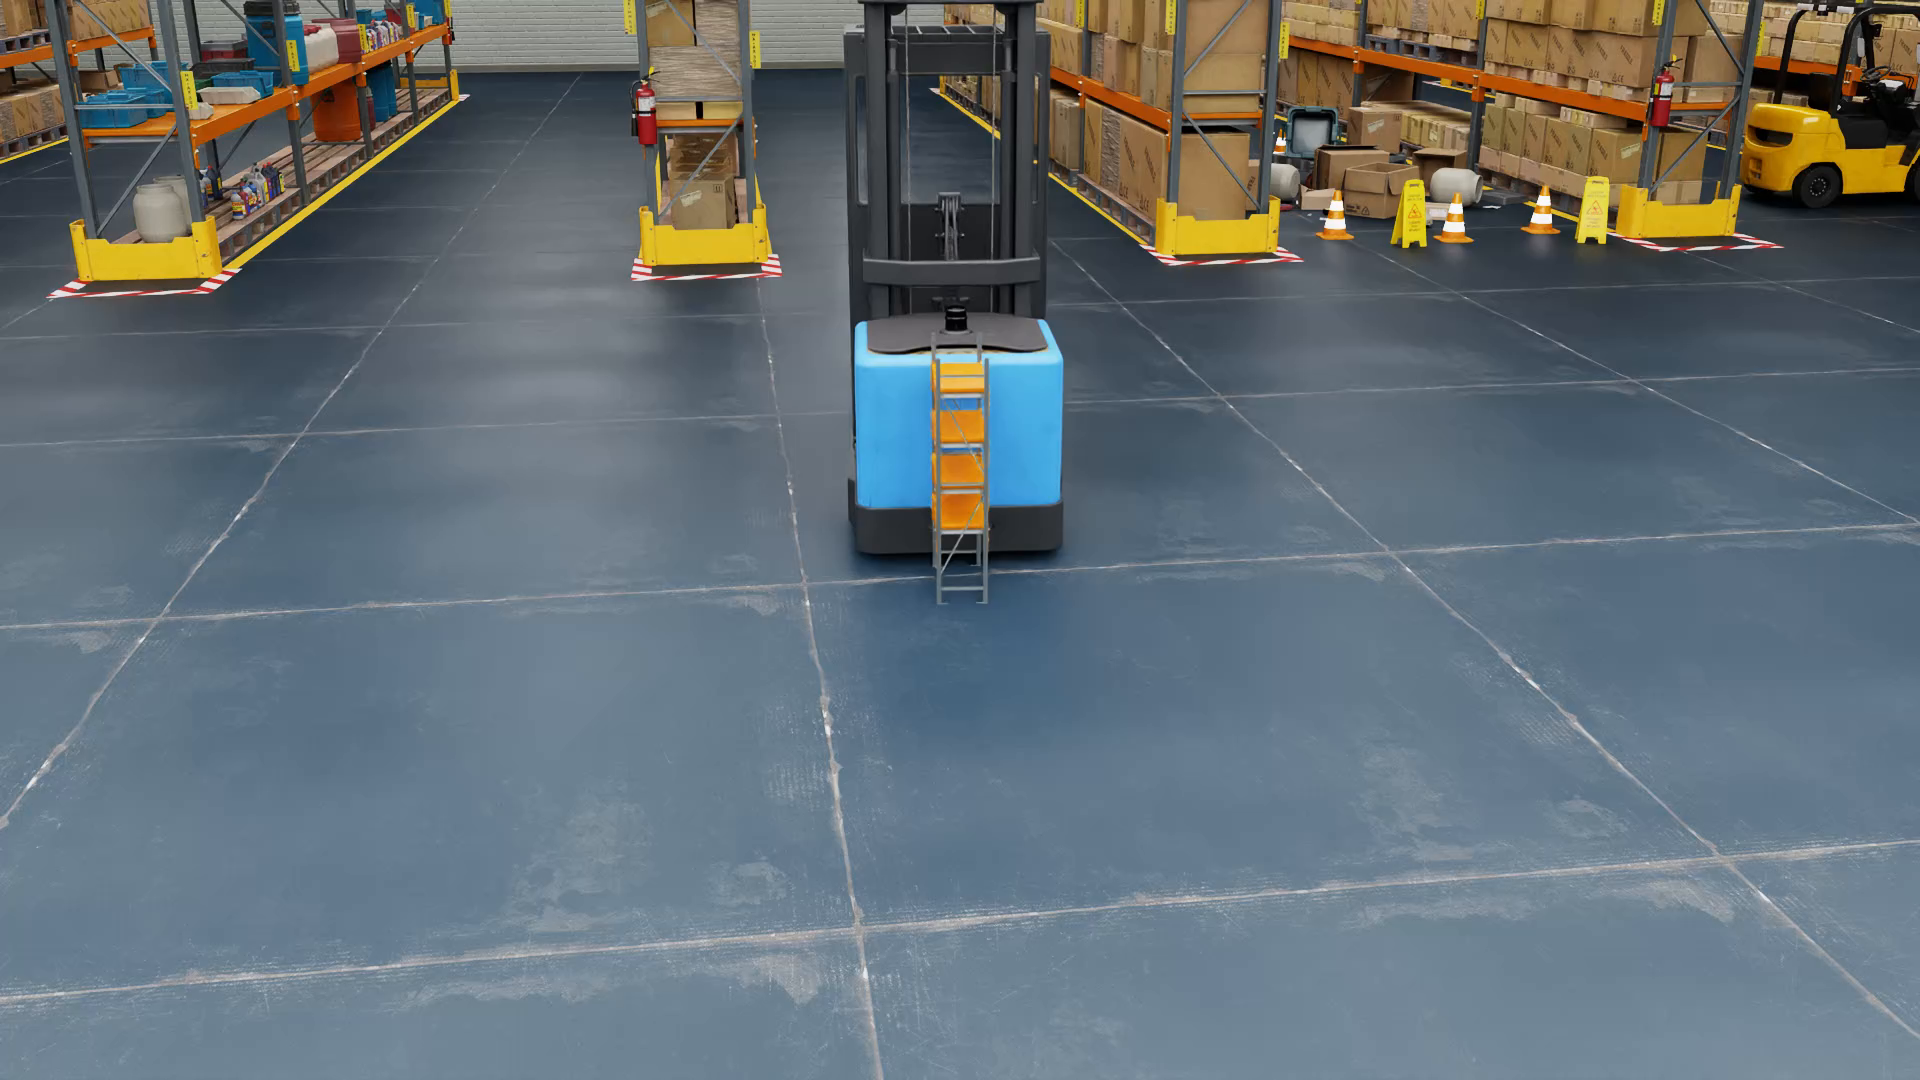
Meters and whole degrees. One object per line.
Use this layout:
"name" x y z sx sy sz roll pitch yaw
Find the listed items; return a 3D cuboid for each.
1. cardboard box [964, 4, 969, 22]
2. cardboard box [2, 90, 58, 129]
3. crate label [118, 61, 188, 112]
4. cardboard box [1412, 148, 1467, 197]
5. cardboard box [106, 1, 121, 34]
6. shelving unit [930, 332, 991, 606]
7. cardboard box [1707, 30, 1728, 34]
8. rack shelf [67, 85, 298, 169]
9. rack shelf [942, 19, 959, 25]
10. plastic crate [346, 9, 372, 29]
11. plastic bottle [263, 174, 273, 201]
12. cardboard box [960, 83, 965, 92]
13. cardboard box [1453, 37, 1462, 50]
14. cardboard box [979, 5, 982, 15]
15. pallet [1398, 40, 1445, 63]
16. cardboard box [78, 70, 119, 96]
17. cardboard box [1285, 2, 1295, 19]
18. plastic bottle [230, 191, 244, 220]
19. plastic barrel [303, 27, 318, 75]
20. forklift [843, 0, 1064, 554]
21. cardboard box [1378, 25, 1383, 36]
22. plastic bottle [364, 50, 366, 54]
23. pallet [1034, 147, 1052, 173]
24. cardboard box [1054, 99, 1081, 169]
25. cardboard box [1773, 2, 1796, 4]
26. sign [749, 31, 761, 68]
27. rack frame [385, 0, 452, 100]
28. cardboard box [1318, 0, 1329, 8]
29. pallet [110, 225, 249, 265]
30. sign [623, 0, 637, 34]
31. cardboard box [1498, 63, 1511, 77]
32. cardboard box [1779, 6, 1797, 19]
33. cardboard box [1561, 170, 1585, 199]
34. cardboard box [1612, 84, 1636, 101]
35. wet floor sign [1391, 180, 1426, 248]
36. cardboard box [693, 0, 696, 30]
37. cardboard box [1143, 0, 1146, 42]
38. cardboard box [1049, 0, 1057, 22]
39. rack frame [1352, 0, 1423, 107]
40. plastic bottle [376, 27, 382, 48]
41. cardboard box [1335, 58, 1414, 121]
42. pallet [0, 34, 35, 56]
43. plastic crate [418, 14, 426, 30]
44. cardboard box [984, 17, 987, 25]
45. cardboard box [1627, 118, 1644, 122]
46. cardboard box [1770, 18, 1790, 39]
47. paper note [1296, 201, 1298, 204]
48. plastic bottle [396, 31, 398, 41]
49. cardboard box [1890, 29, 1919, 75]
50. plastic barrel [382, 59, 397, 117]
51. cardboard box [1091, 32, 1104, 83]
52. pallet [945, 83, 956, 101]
"cardboard box" 0.357 -8.932 27.775 0.500 0.500 0.500 -3 21 -9
"cardboard box" -13.457 -6.232 24.060 0.500 0.500 0.500 -3 21 -7
"crate label" -7.847 -4.433 16.247 0.502 0.435 0.616 -3 21 -8
"cardboard box" 5.625 -4.318 19.559 0.500 0.500 0.500 12 24 29
"cardboard box" -13.972 -8.462 26.944 0.500 0.500 0.500 -3 21 -9
"shelving unit" -0.003 -0.340 7.912 0.258 1.200 0.503 -1 21 -3
"cardboard box" 11.041 -7.153 23.795 0.500 0.250 0.500 -3 21 -9
"rack shelf" -7.602 -4.148 16.563 1.077 0.370 4.000 -3 21 -8
"rack shelf" 0.492 -8.768 28.933 1.077 0.370 4.000 -3 21 -8
"plastic crate" -9.449 -8.112 26.087 0.392 0.384 0.575 -3 21 -8
"plastic bottle" -7.420 -3.782 17.809 0.061 0.283 0.133 -2 21 -4
"cardboard box" 0.198 -7.926 29.125 0.380 0.149 0.250 -3 21 -8
"cardboard box" 6.449 -6.263 20.956 0.380 0.149 0.250 -4 21 -9
"cardboard box" 0.497 -8.202 25.724 0.380 0.149 0.250 -4 21 -10
"pallet" 6.566 -6.539 22.211 1.003 0.211 1.213 -3 21 -8
"cardboard box" -14.222 -7.386 27.143 0.797 0.503 0.637 -3 21 -8
"cardboard box" 5.551 -8.515 26.728 0.500 0.250 0.500 -3 21 -7
"plastic bottle" -7.267 -3.364 16.707 0.097 0.271 0.097 0 20 0
"plastic barrel" -7.917 -5.838 19.864 0.433 0.535 0.433 0 20 0
"forklift" -0.082 -1.773 9.275 1.130 2.935 3.031 -1 21 -3
"cardboard box" 6.111 -7.170 23.384 0.380 0.149 0.250 -4 21 -11
"plastic bottle" -8.277 -6.831 22.895 0.152 0.276 0.135 -3 21 -8
"pallet" 1.568 -5.023 21.863 1.003 0.211 1.213 -3 21 -8
"cardboard box" 1.755 -4.996 20.420 1.050 0.750 0.750 -3 21 -8
"cardboard box" 11.589 -7.459 23.329 0.380 0.149 0.250 -3 21 -8
"sign" -1.876 -4.475 15.174 0.100 0.325 0.005 -3 21 -8
"rack frame" -9.621 -9.332 29.416 1.000 3.000 0.127 -3 21 -8
"cardboard box" 5.760 -8.343 25.194 0.500 0.500 0.500 -3 21 -8
"pallet" -7.483 -2.792 15.889 1.003 0.211 1.213 -3 21 -8
"sign" -2.965 -4.712 14.938 0.100 0.325 0.005 -3 21 -8
"cardboard box" 6.633 -5.599 19.780 0.380 0.149 0.250 -2 21 -6
"cardboard box" 11.246 -7.078 22.309 0.380 0.149 0.250 -3 21 -7
"cardboard box" 6.944 -3.897 18.193 0.500 0.250 0.500 -3 21 -8
"cardboard box" 6.982 -4.625 17.172 0.380 0.149 0.250 -3 21 -8
"wet floor sign" 4.473 -3.245 16.481 0.267 0.644 0.232 -7 21 -17
"cardboard box" -2.948 -5.395 16.876 0.500 0.500 0.500 -3 21 -8
"cardboard box" 2.378 -5.351 16.997 0.875 0.550 0.550 -3 21 -8
"cardboard box" 1.562 -7.034 21.691 0.700 0.500 0.500 -3 21 -9
"rack frame" 6.240 -7.312 24.007 1.000 3.000 0.127 -3 21 -8
"plastic bottle" -8.411 -7.267 24.052 0.061 0.283 0.133 -3 21 -8
"cardboard box" 6.223 -6.757 24.957 0.875 0.875 0.875 -3 21 -8
"pallet" -13.654 -6.897 23.170 1.003 0.211 1.213 -3 21 -8
"plastic crate" -9.071 -8.584 27.565 0.416 0.233 0.300 -3 21 -8
"cardboard box" 0.575 -7.880 25.286 0.380 0.149 0.250 -3 21 -9
"cardboard box" 7.403 -4.459 18.624 0.500 0.500 0.500 -3 21 -7
"cardboard box" 11.255 -6.855 22.282 0.500 0.250 0.500 -3 21 -7
"paper note" 3.940 -3.870 19.046 0.172 0.023 0.155 4 21 11
"plastic bottle" -8.623 -7.695 25.317 0.097 0.201 0.097 0 20 0
"cardboard box" 11.625 -5.879 20.028 0.500 0.500 0.500 -3 21 -7
"plastic barrel" -8.982 -6.972 25.495 0.600 0.901 0.708 -3 21 -8
"cardboard box" 1.998 -5.586 19.170 0.875 0.550 0.550 -3 21 -8
"pallet" 0.296 -8.182 30.320 1.003 0.211 1.213 -3 21 -8
